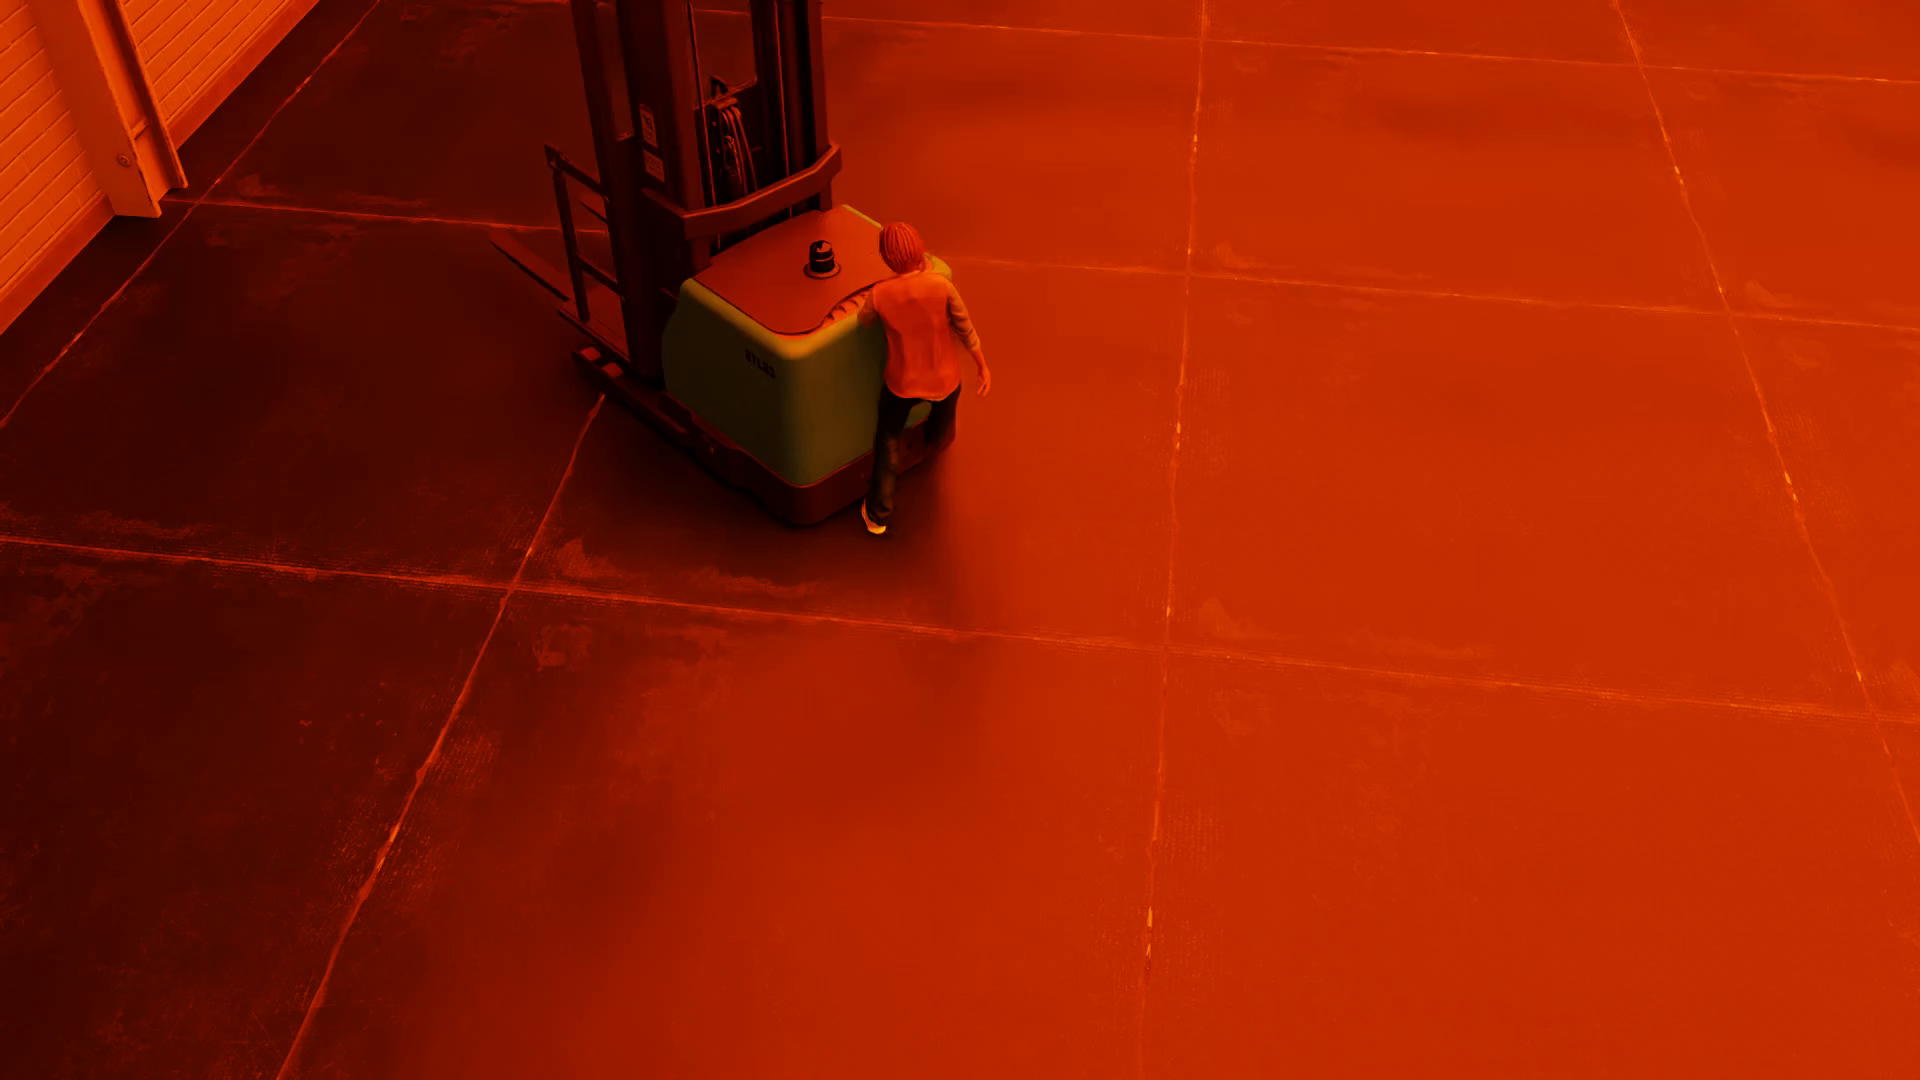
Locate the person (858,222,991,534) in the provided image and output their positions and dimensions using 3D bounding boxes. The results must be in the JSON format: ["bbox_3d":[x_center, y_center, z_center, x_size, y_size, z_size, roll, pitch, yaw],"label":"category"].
[{"bbox_3d":[-0.191,-0.841,7.699,0.642,1.512,0.828,-3,43,-3],"label":"person"}]

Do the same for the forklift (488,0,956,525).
[{"bbox_3d":[-1.398,-2.053,7.959,1.130,2.935,3.031,-33,52,-30],"label":"forklift"}]
